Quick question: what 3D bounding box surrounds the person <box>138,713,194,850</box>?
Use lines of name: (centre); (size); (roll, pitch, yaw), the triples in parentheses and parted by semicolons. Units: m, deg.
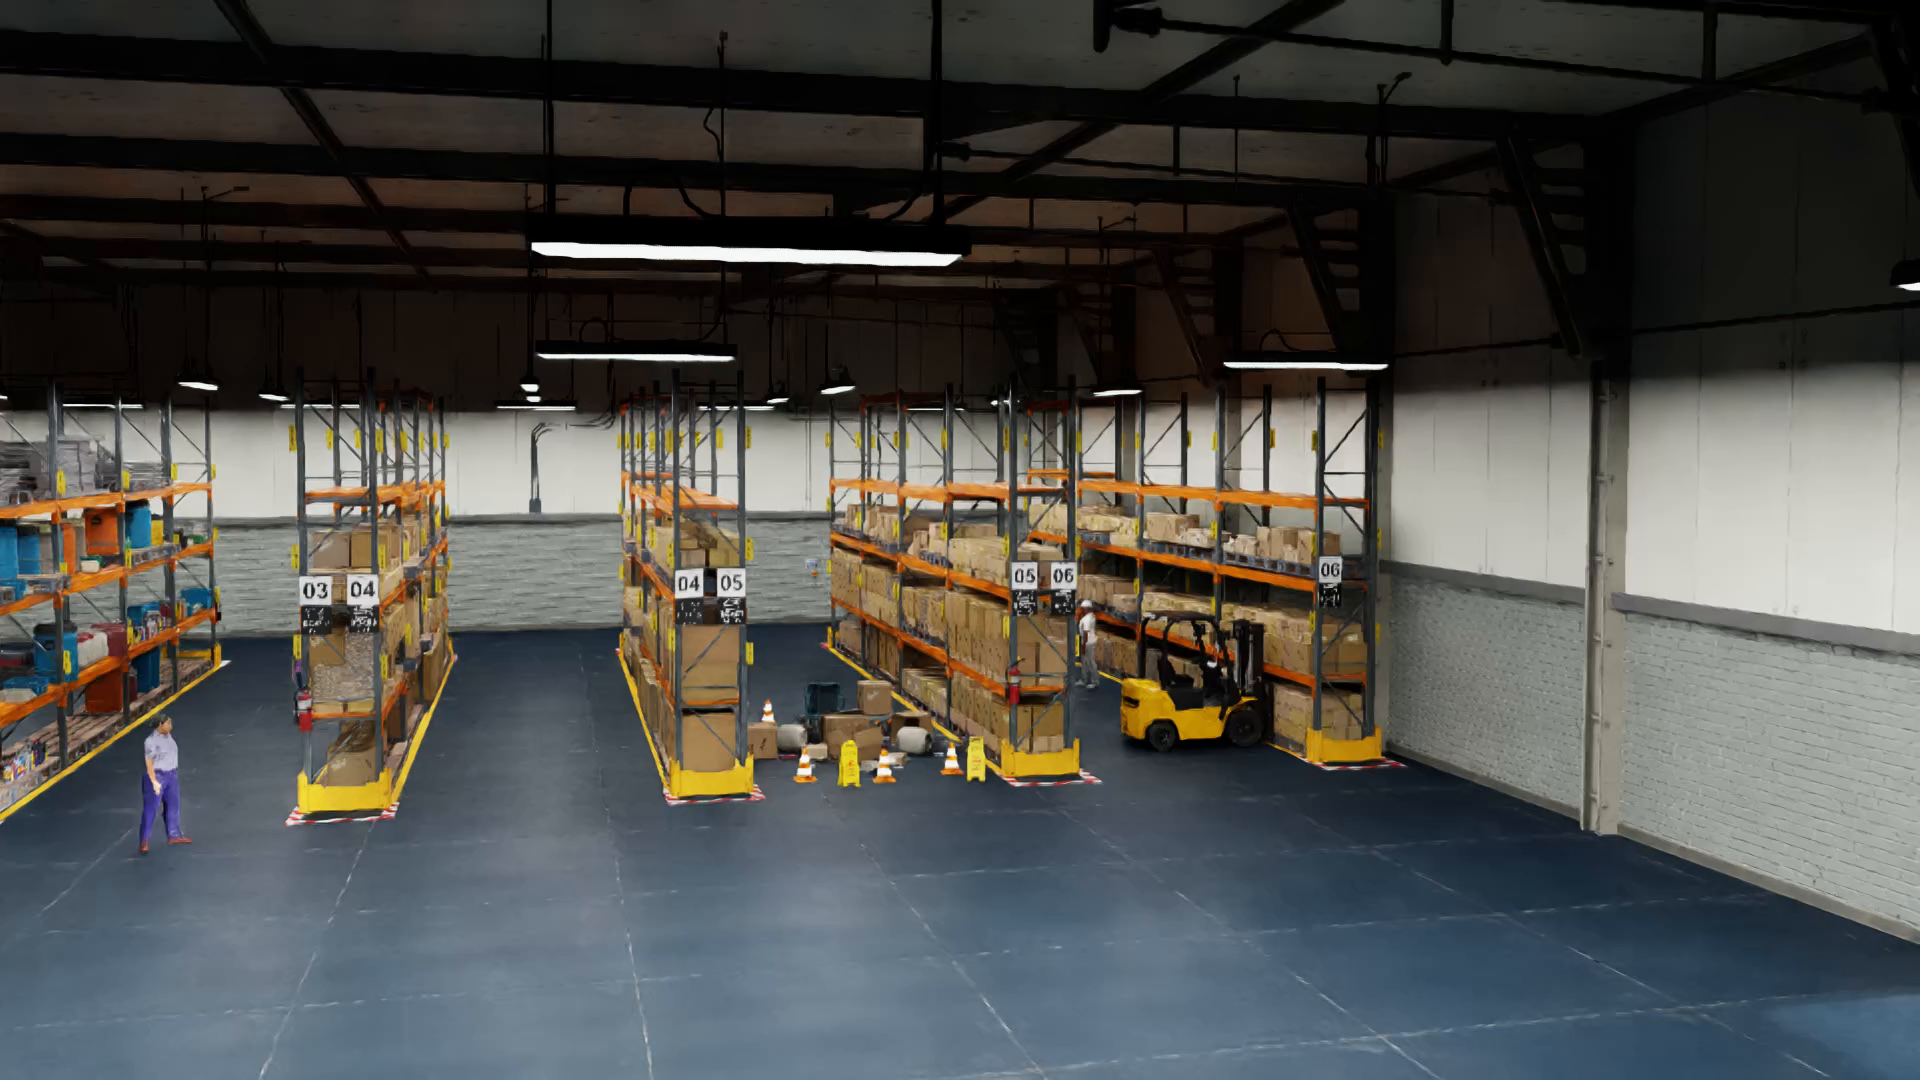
person: (-9.842, 2.956, 20.474); (0.472, 1.650, 0.623); (1, 3, 10)

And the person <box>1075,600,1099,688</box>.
person: (2.547, 2.093, 33.735); (0.591, 1.763, 0.685); (1, 3, 9)

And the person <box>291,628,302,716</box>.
person: (-11.962, 2.388, 30.233); (0.527, 1.592, 0.522); (1, 4, 17)
